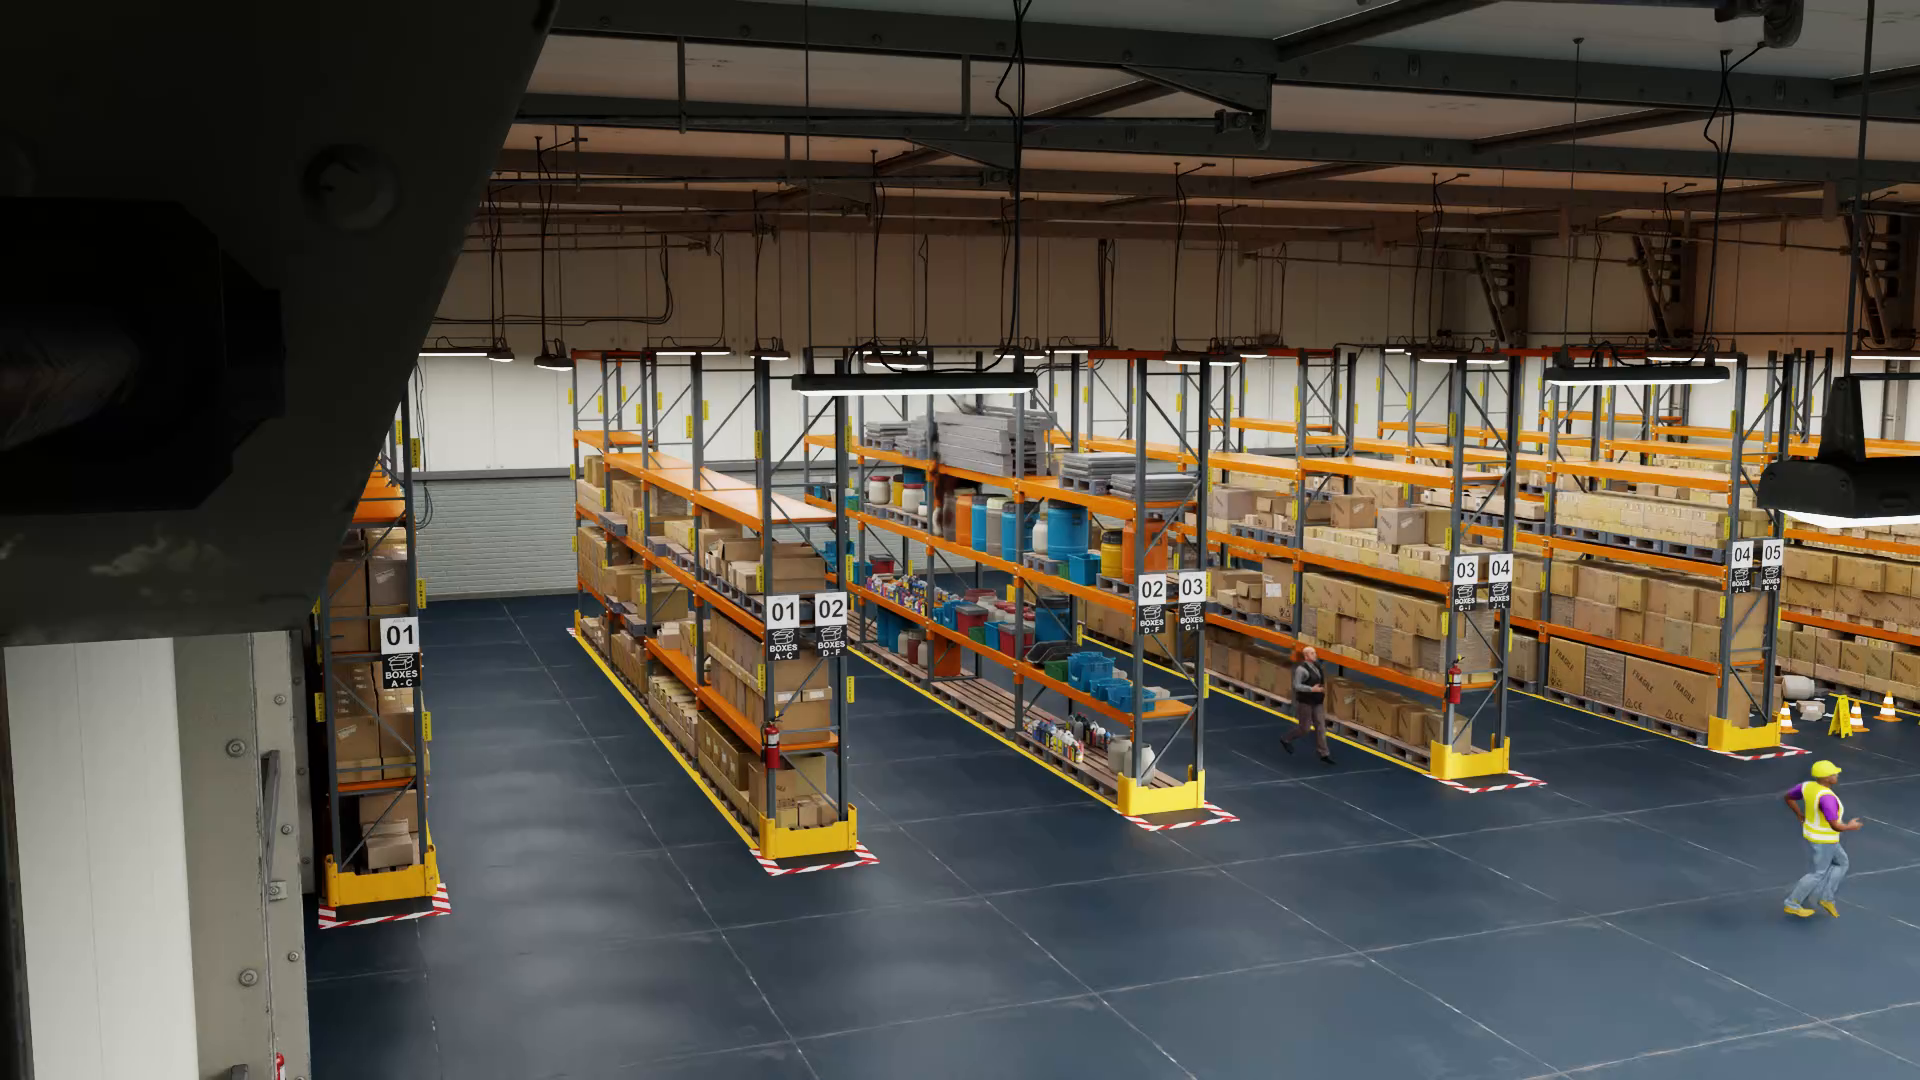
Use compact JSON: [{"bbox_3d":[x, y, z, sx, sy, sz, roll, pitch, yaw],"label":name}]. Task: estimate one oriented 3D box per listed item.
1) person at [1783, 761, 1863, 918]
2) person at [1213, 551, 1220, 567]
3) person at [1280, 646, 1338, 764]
[{"bbox_3d":[9.323,3.251,17.997,0.734,1.790,0.707,1,7,8],"label":"person"},{"bbox_3d":[6.658,0.274,41.815,0.602,1.737,0.655,-3,8,-26],"label":"person"},{"bbox_3d":[5.159,2.409,24.478,0.663,1.690,0.990,-6,9,-38],"label":"person"}]
